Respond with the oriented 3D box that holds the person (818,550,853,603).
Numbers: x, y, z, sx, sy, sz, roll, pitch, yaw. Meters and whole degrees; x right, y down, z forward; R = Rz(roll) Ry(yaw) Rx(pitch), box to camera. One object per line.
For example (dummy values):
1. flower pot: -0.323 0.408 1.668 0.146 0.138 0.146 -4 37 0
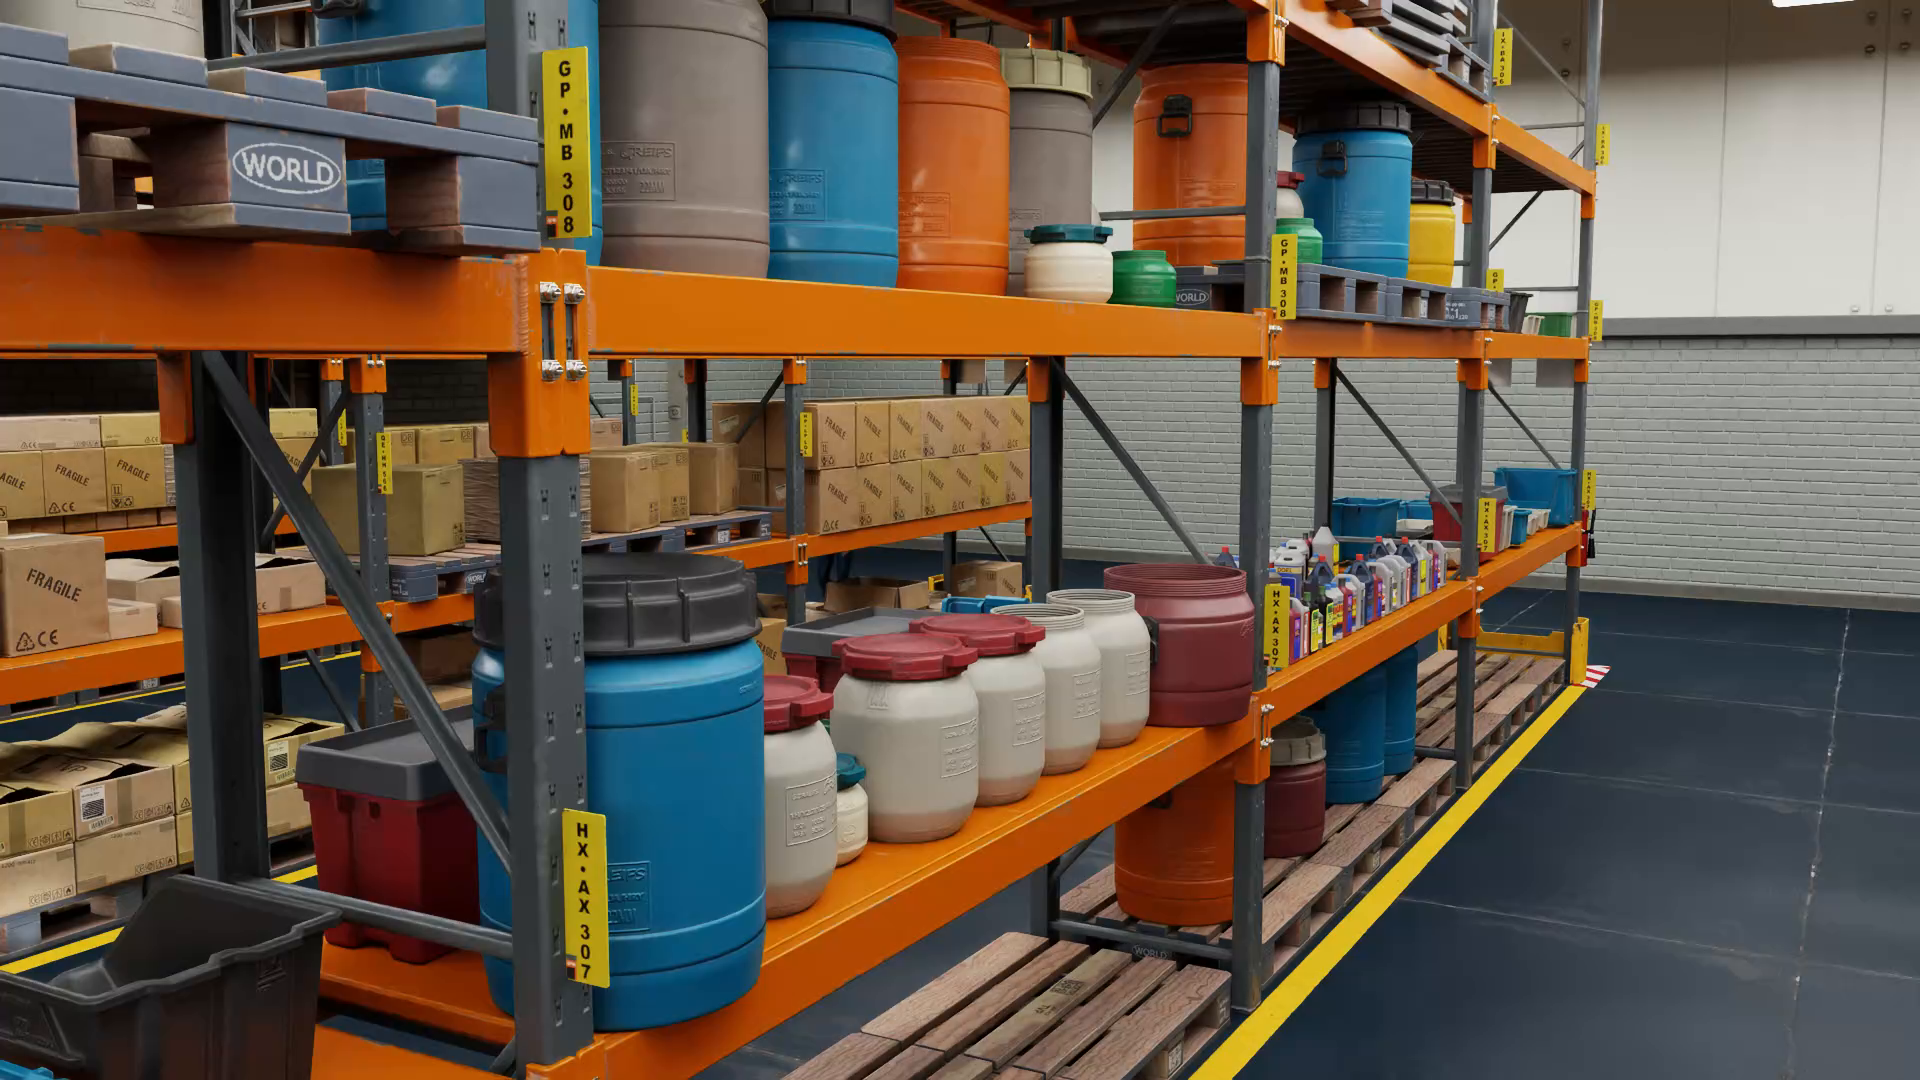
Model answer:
1. person: -1.229 0.067 16.678 0.420 1.556 0.354 3 7 26
